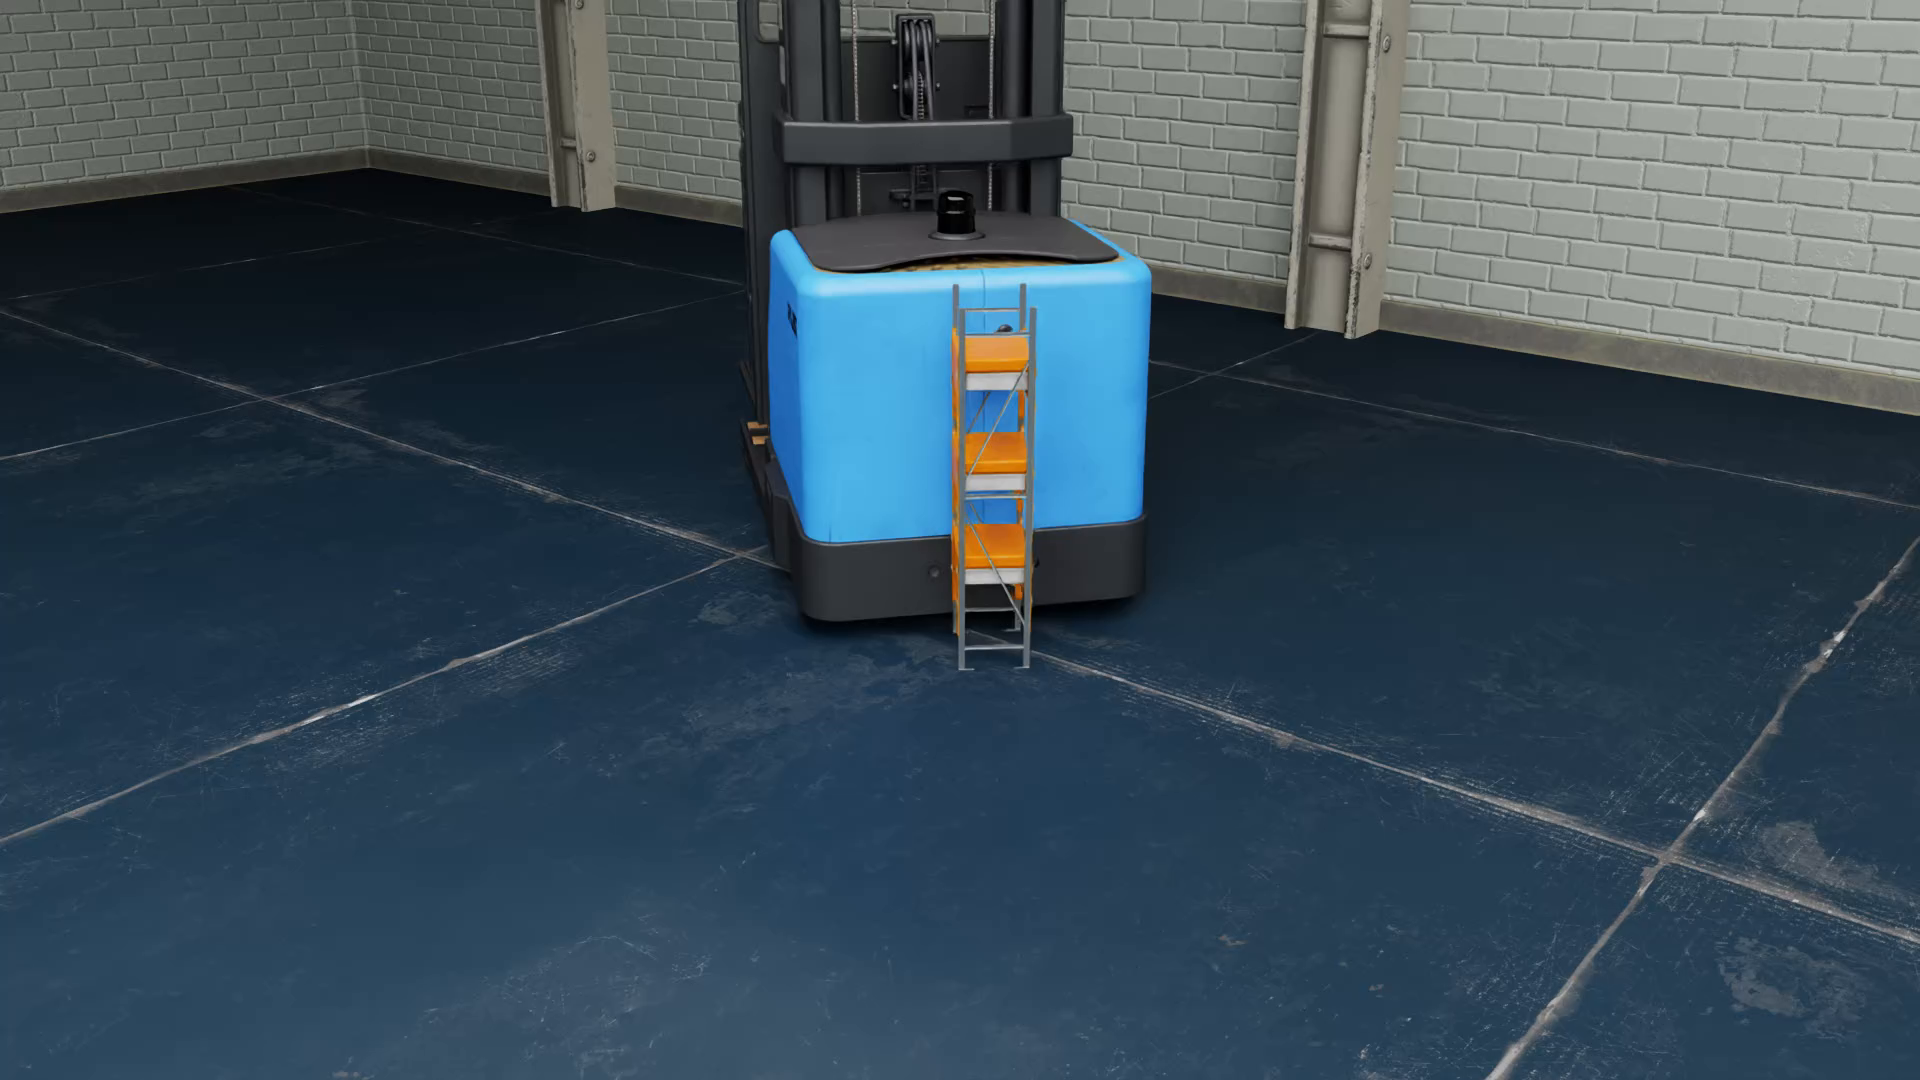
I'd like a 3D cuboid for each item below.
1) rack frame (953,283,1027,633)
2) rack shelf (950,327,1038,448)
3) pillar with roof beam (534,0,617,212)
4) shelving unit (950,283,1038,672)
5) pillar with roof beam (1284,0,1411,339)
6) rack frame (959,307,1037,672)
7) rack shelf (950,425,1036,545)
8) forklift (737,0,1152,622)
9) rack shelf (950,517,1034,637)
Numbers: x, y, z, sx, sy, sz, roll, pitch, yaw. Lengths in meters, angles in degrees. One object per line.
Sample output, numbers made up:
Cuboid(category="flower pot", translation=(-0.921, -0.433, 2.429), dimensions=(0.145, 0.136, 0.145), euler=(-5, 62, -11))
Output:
Cuboid(category="rack frame", translation=(0.080, -0.211, 4.710), dimensions=(0.200, 1.050, 0.008), euler=(-2, 23, -4))
Cuboid(category="rack shelf", translation=(0.088, -0.415, 4.491), dimensions=(0.215, 0.259, 0.240), euler=(-2, 23, -4))
Cuboid(category="pillar with roof beam", translation=(-5.453, -5.465, 7.408), dimensions=(0.400, 9.000, 9.100), euler=(16, 26, 36))
Cuboid(category="shelving unit", translation=(0.088, -0.163, 4.598), dimensions=(0.215, 1.050, 0.252), euler=(-2, 23, -4))
Cuboid(category="pillar with roof beam", translation=(-0.805, -4.127, 3.858), dimensions=(0.400, 9.000, 9.100), euler=(16, 26, 36))
Cuboid(category="rack frame", translation=(0.097, -0.116, 4.486), dimensions=(0.200, 1.050, 0.008), euler=(-2, 23, -4))
Cuboid(category="rack shelf", translation=(0.088, -0.154, 4.602), dimensions=(0.215, 0.259, 0.240), euler=(-2, 23, -4))
Cuboid(category="forklift", translation=(-0.242, -1.620, 5.810), dimensions=(1.130, 2.935, 3.031), euler=(-4, 21, -11))
Cuboid(category="rack shelf", translation=(0.088, 0.102, 4.712), dimensions=(0.215, 0.259, 0.240), euler=(-2, 23, -4))
